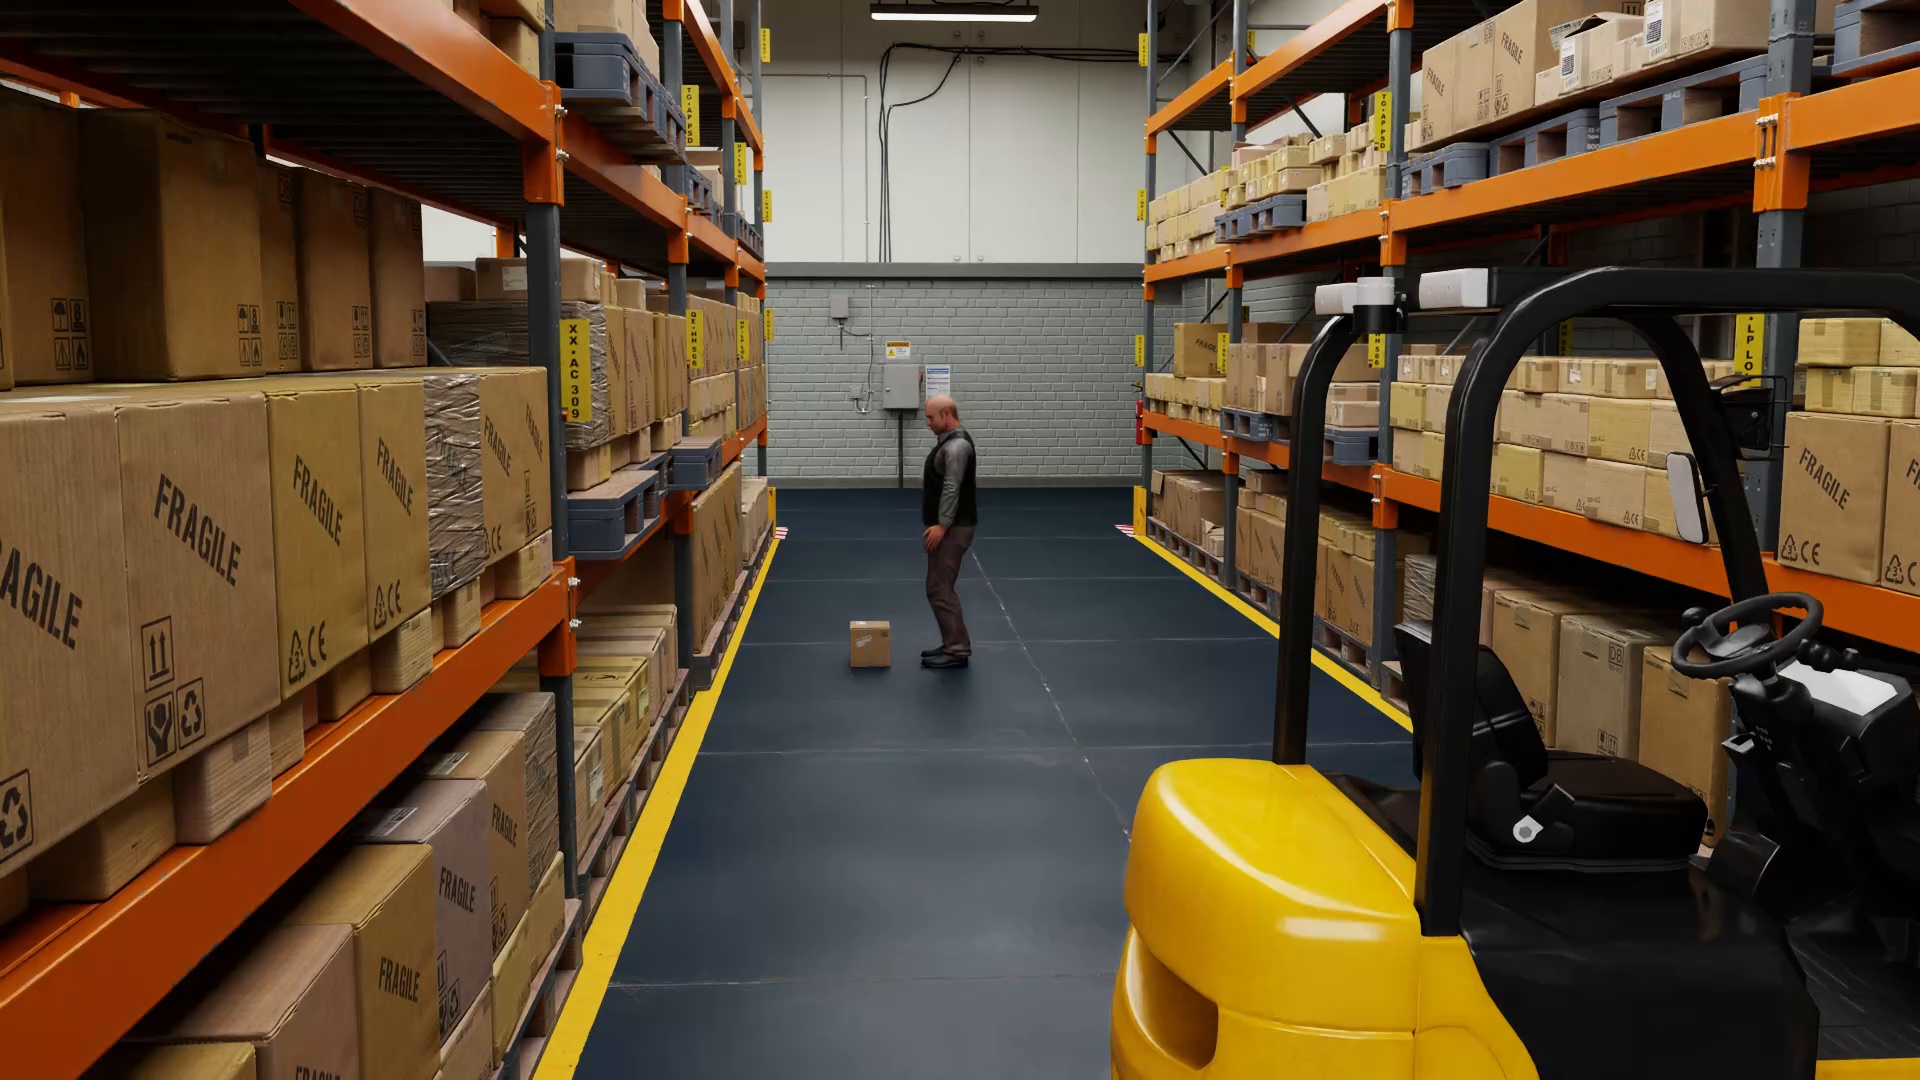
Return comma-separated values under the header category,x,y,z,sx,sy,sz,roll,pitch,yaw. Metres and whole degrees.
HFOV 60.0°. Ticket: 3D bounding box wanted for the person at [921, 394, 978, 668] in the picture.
category,x,y,z,sx,sy,sz,roll,pitch,yaw
person,-0.070,-0.055,10.454,0.359,1.695,0.540,0,7,-3
